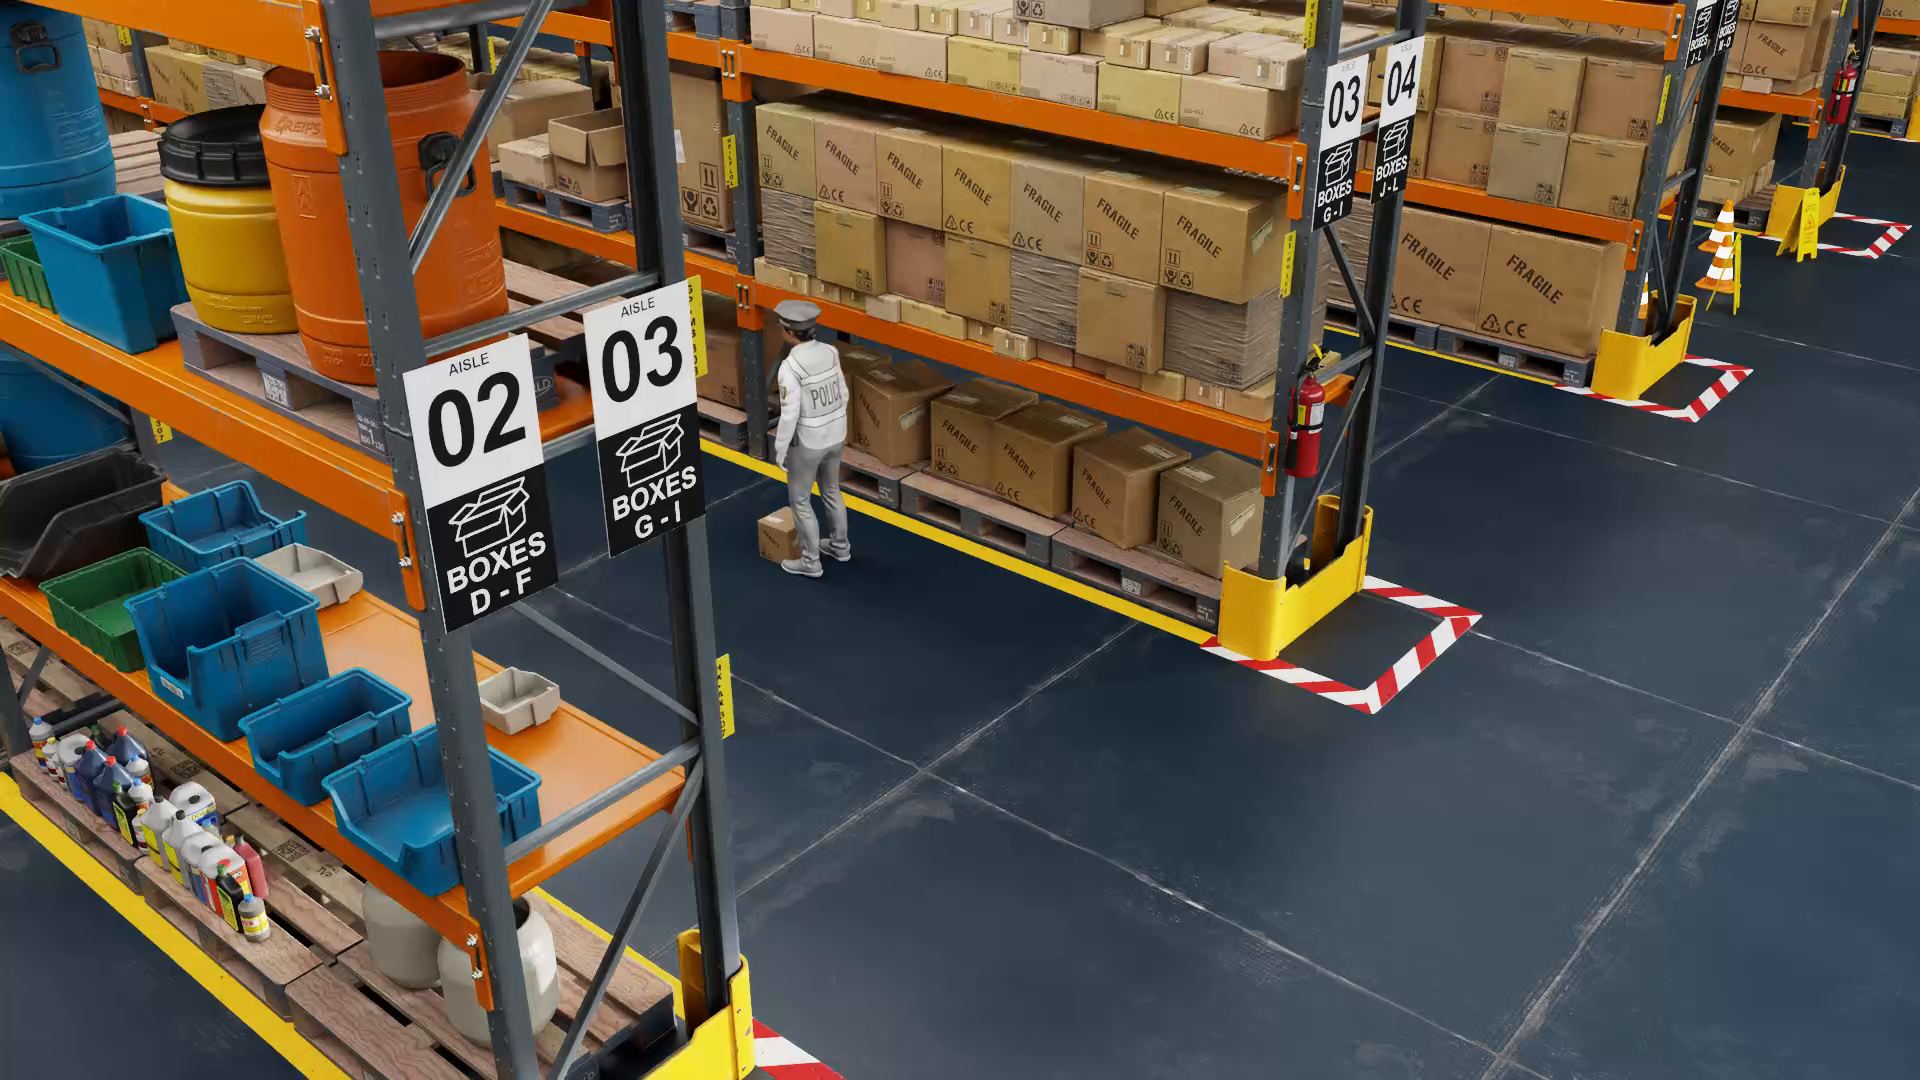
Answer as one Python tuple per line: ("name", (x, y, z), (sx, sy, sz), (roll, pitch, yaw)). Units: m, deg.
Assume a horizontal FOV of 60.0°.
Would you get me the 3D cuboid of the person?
("person", (-0.865, -0.579, 9.725), (0.372, 1.663, 0.528), (21, 34, 35))
